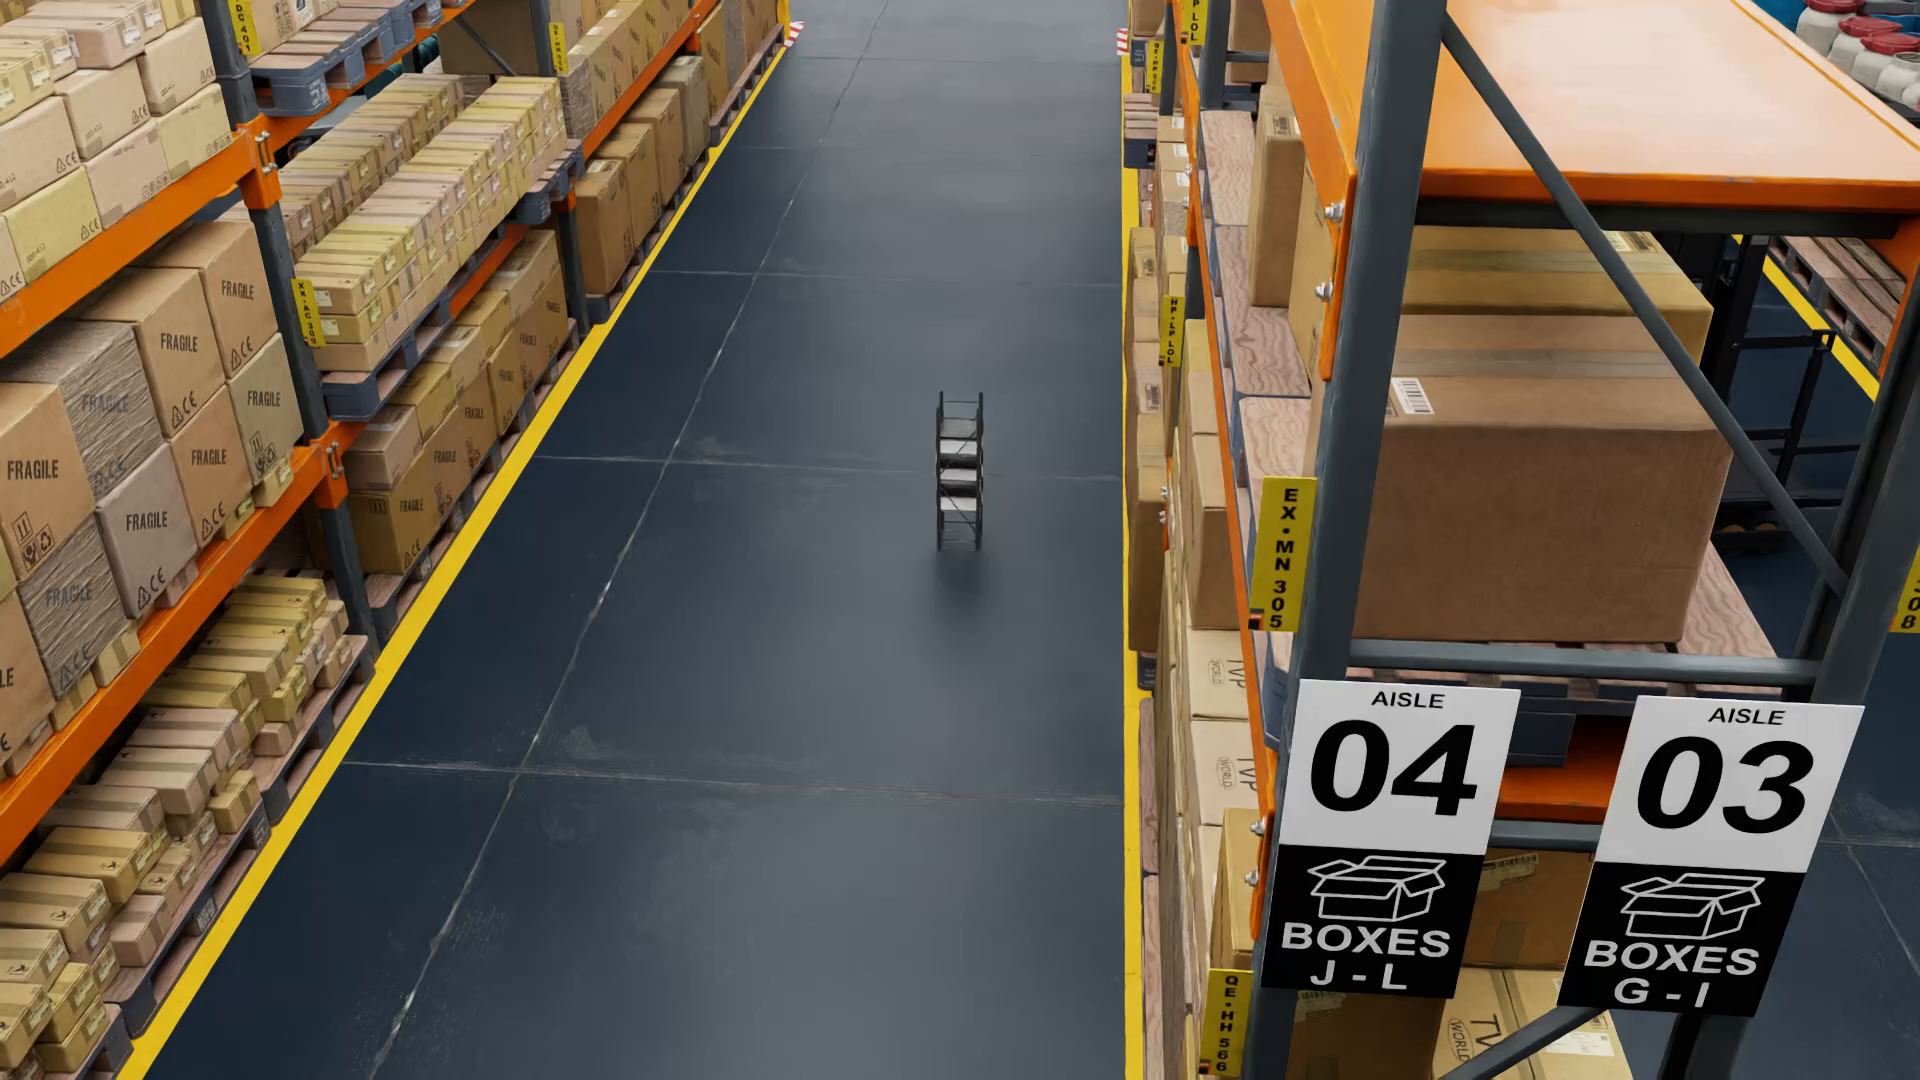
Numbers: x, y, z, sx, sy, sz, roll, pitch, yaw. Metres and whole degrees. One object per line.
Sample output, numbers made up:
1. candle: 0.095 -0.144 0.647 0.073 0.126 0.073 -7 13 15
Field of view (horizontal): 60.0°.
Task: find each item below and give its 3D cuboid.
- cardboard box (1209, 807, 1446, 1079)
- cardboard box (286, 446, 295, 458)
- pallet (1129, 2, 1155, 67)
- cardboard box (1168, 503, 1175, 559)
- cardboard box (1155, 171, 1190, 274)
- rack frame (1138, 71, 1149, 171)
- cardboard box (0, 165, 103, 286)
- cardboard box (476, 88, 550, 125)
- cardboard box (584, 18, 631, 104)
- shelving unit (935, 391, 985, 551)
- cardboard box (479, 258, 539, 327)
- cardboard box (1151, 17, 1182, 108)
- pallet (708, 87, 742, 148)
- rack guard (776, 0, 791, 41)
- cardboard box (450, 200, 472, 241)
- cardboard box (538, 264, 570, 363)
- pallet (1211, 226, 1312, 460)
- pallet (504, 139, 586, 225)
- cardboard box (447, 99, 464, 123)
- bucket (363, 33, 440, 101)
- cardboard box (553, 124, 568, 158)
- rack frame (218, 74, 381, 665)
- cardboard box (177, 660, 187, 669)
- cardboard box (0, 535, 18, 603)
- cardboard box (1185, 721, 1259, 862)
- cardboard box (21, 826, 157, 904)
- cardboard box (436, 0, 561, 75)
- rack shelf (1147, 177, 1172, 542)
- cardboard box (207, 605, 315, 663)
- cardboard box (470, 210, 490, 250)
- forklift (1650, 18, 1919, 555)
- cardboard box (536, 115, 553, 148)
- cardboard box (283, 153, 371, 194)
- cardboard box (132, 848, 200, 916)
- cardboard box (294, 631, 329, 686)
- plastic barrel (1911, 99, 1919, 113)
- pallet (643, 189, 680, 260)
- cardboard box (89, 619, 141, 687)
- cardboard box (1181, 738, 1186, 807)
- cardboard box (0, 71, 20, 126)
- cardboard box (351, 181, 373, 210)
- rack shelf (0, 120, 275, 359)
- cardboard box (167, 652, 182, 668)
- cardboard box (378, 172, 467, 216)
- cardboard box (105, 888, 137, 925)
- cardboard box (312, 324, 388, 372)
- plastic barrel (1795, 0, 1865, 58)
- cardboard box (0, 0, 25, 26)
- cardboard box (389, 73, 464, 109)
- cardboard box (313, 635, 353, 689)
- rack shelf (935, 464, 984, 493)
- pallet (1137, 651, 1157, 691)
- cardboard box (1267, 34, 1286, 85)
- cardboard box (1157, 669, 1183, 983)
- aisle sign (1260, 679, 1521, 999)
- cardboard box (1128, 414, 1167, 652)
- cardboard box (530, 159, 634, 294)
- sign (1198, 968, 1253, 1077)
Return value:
1. cardboard box: 0.899 1.032 4.141 0.500 0.500 0.500 3 32 5
2. cardboard box: -3.278 -0.410 7.576 0.380 0.149 0.250 2 32 3
3. pallet: 1.891 -4.120 13.539 1.003 0.211 1.213 2 32 4
4. cardboard box: 1.070 -0.027 6.954 0.380 0.149 0.250 1 32 2
5. cardboard box: 1.384 -1.765 9.440 0.500 0.500 0.500 2 32 3
6. rack frame: 2.099 -4.595 14.127 1.000 3.000 0.127 2 32 4
7. cardboard box: -3.352 -1.095 5.732 0.500 0.250 0.500 2 32 3
8. cardboard box: -2.768 -2.686 10.301 0.380 0.149 0.250 2 32 3
9. cardboard box: -2.777 -3.563 12.358 0.500 0.500 0.500 2 32 4
10. shelving unit: -0.001 -0.379 9.287 0.258 0.900 0.210 2 32 4
11. cardboard box: -2.987 -1.568 10.484 0.500 0.250 0.500 3 32 5
12. cardboard box: 1.723 -3.305 11.538 0.700 0.500 0.500 7 32 11
13. pallet: -2.697 -4.067 15.928 1.003 0.211 1.213 2 32 4
14. rack guard: -2.509 -5.899 18.627 1.175 0.500 0.348 2 32 4
15. cardboard box: -2.896 -1.747 9.062 0.380 0.149 0.250 2 32 3
16. cardboard box: -2.955 -1.527 11.132 0.500 0.500 0.500 2 32 4
17. pallet: 1.268 -0.587 4.849 1.003 0.211 1.213 2 32 4
18. pallet: -3.114 -2.309 10.601 1.213 0.211 1.003 2 32 4
19. cardboard box: -3.402 -2.722 10.644 0.380 0.149 0.250 4 32 6
20. bucket: -5.123 -4.283 15.292 0.726 0.611 0.620 14 44 21
21. cardboard box: -2.744 -2.562 10.668 0.380 0.149 0.250 3 32 5
22. rack frame: -3.488 -0.676 7.768 1.000 3.000 0.127 2 32 4
23. cardboard box: -3.752 0.673 7.613 0.380 0.149 0.250 2 32 4
24. cardboard box: -3.413 0.062 5.239 0.500 0.500 0.500 2 32 3
25. cardboard box: 0.980 0.821 5.198 0.500 0.250 0.500 1 32 2
26. cardboard box: -3.345 1.249 6.395 0.380 0.149 0.250 3 32 5
27. cardboard box: -3.116 -3.470 11.254 0.700 0.500 0.500 2 32 4
28. rack shelf: 1.610 -1.151 9.225 1.077 0.370 4.000 2 32 4
29. cardboard box: -3.239 0.438 7.711 0.380 0.149 0.250 3 32 5
30. cardboard box: -2.873 -1.749 9.348 0.380 0.149 0.250 1 32 2
31. forklift: 4.236 -1.440 9.073 3.031 2.935 1.130 -3 32 -4
32. cardboard box: -2.769 -2.549 10.363 0.380 0.149 0.250 4 32 6
33. cardboard box: -3.523 -2.042 9.257 0.380 0.149 0.250 2 32 3
34. cardboard box: -3.339 1.381 6.748 0.380 0.149 0.250 2 32 4
35. cardboard box: -3.206 0.552 7.808 0.380 0.149 0.250 1 32 2
36. plastic barrel: 6.445 -2.605 10.769 0.600 0.536 0.708 2 32 4
37. pallet: -2.921 -2.626 13.590 1.003 0.211 1.213 2 32 4
38. cardboard box: -3.334 0.411 6.244 0.380 0.149 0.250 3 32 5
39. cardboard box: 0.947 0.788 5.633 0.380 0.149 0.250 3 32 5
40. cardboard box: -3.321 -1.419 5.401 0.380 0.149 0.250 2 32 4
41. cardboard box: -3.523 -1.907 9.322 0.380 0.149 0.250 4 32 6
42. rack shelf: -3.651 -0.601 5.473 1.077 0.370 4.000 2 32 4
43. cardboard box: -3.776 0.553 7.525 0.380 0.149 0.250 2 32 3
44. cardboard box: -2.893 -1.864 8.968 0.380 0.149 0.250 4 32 6
45. cardboard box: -3.468 1.372 6.478 0.380 0.149 0.250 4 32 7
46. cardboard box: -2.997 -0.934 8.027 0.380 0.149 0.250 1 32 2
47. plastic barrel: 6.739 -3.950 12.951 0.433 0.535 0.433 0 32 0
48. cardboard box: -3.808 -1.989 6.326 0.380 0.149 0.250 1 32 2
49. cardboard box: -3.393 -2.857 10.580 0.380 0.149 0.250 3 32 4
50. cardboard box: -3.180 0.578 8.050 0.380 0.149 0.250 3 32 5
51. rack shelf: -0.001 -0.350 9.305 0.258 0.077 0.200 2 32 4
52. pallet: 1.435 0.369 8.730 1.003 0.211 1.213 2 32 4
53. cardboard box: 1.443 -1.541 5.721 0.700 0.500 0.500 1 32 1
54. cardboard box: 1.241 1.127 6.468 0.875 0.875 0.875 2 32 4
55. aisle sign: 0.817 0.598 3.223 0.394 0.787 0.004 2 32 4
56. cardboard box: 1.479 -0.021 8.331 1.225 0.875 0.875 3 32 4
57. cardboard box: -3.023 -2.303 12.153 1.050 0.750 0.750 2 32 3
58. sign: 0.582 1.056 3.628 0.100 0.325 0.005 2 32 4
